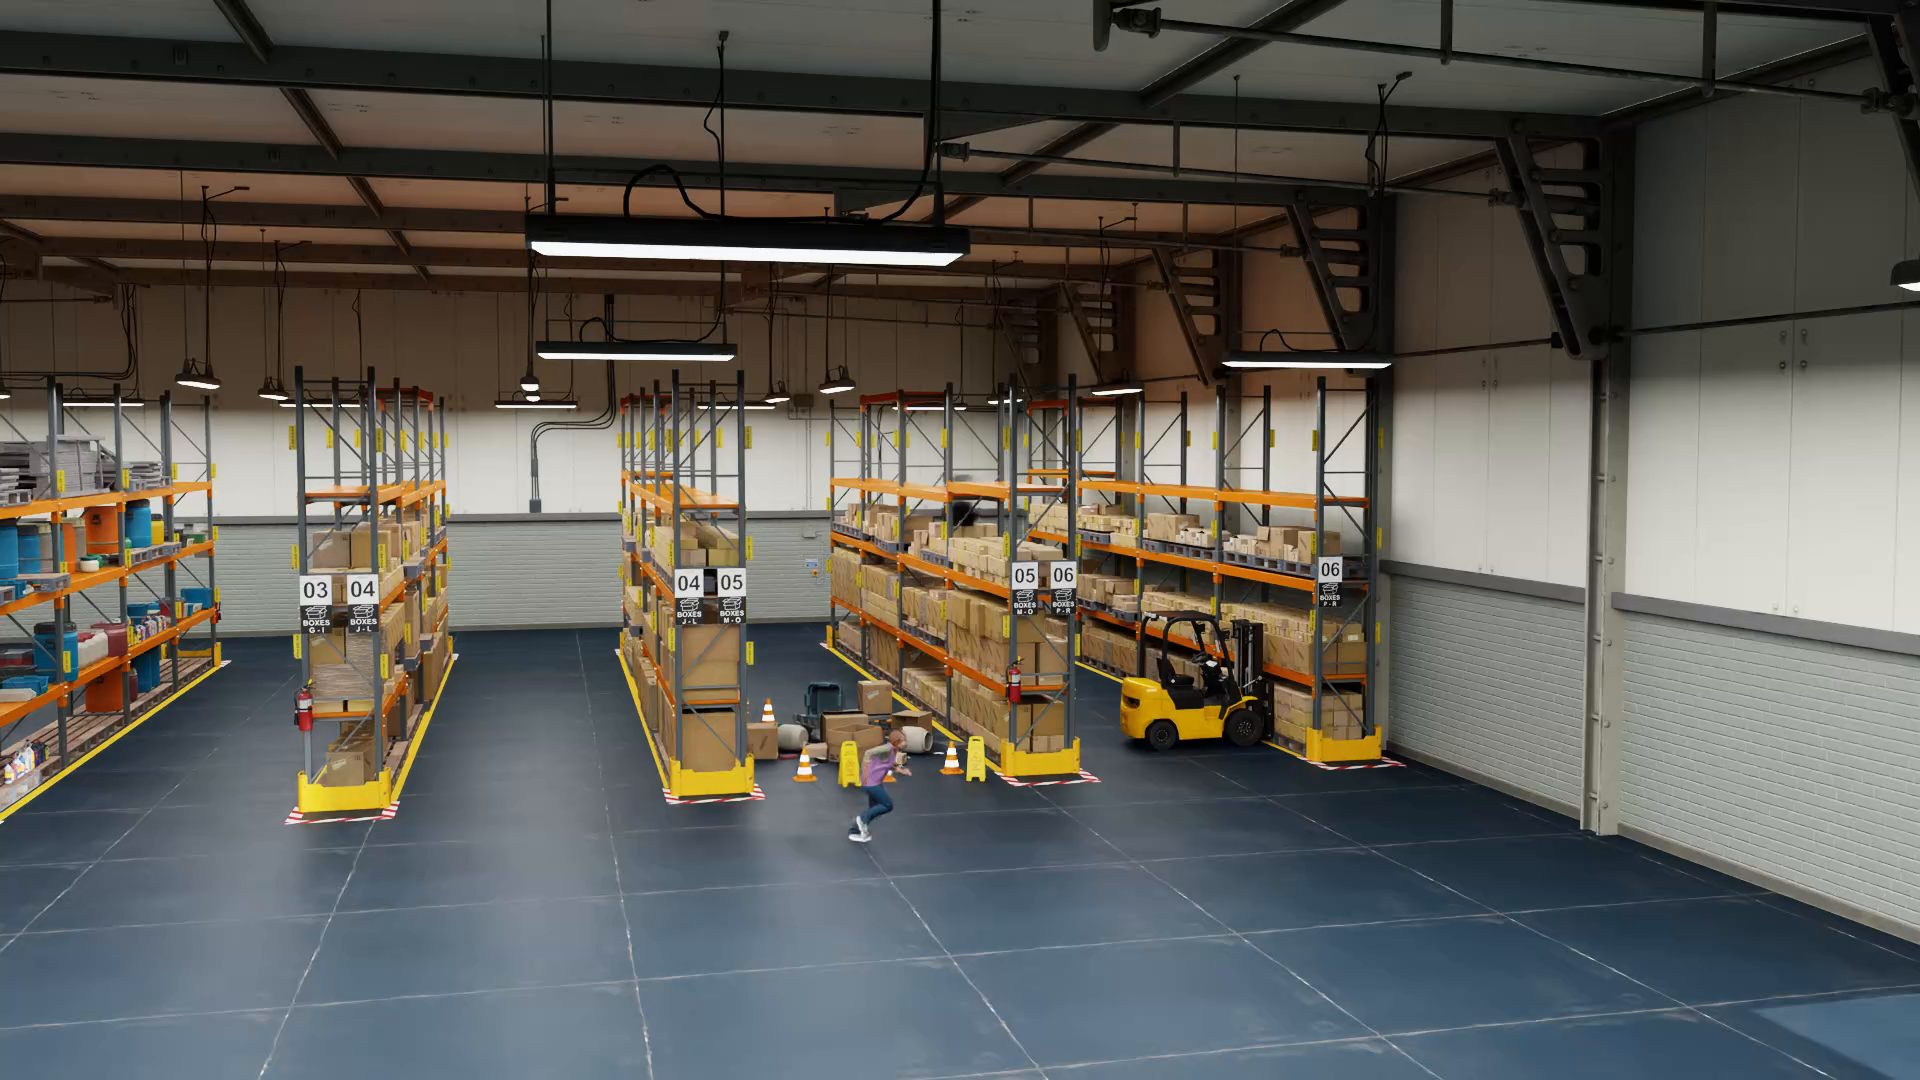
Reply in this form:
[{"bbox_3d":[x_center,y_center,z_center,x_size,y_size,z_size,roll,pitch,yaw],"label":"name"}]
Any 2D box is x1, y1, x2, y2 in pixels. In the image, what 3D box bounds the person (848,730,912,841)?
[{"bbox_3d":[-1.008,3.079,20.600,0.808,1.385,0.566,1,4,14],"label":"person"}]
